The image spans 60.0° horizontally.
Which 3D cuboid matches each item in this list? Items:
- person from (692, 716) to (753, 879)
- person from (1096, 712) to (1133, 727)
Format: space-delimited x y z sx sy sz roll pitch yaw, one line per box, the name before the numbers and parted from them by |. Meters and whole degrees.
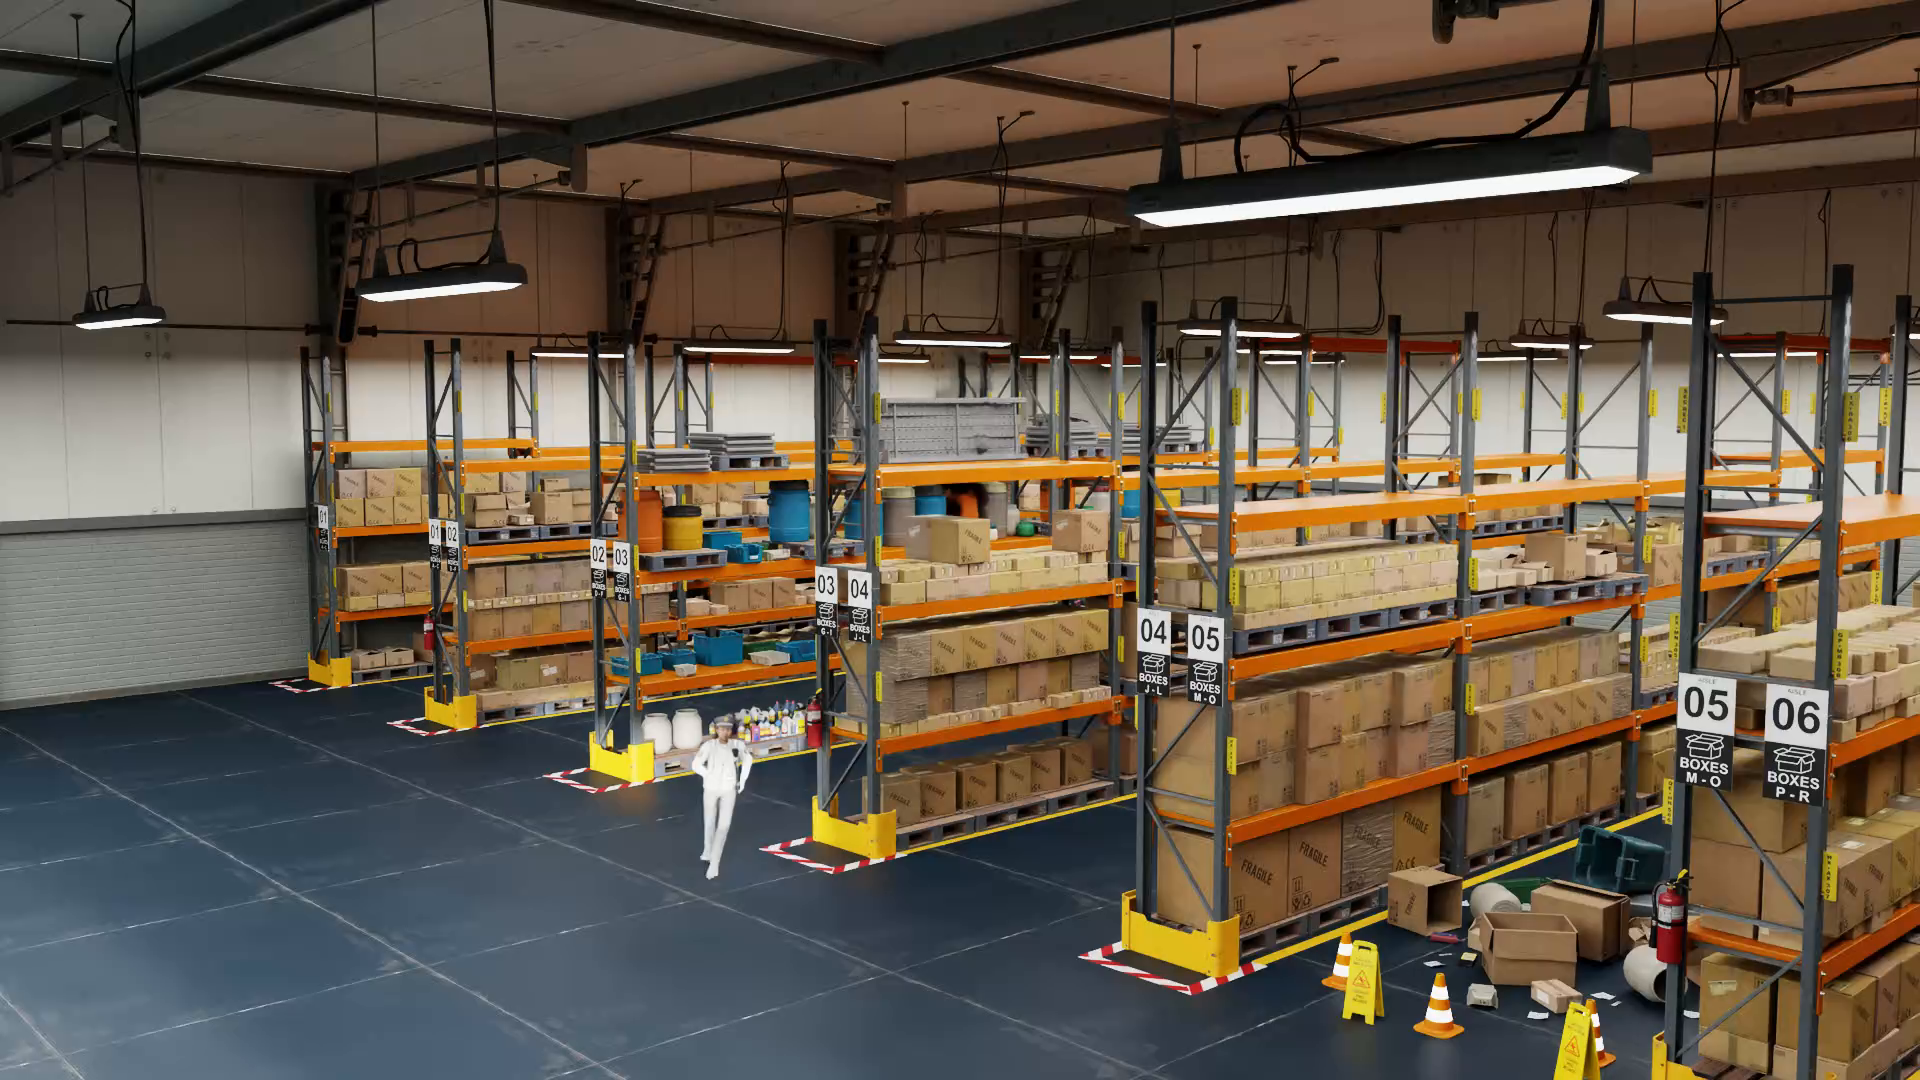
person | -2.579 2.741 18.048 0.638 1.732 0.730 0 5 -3
person | 2.241 2.191 24.462 0.783 1.664 0.590 -5 7 -44
